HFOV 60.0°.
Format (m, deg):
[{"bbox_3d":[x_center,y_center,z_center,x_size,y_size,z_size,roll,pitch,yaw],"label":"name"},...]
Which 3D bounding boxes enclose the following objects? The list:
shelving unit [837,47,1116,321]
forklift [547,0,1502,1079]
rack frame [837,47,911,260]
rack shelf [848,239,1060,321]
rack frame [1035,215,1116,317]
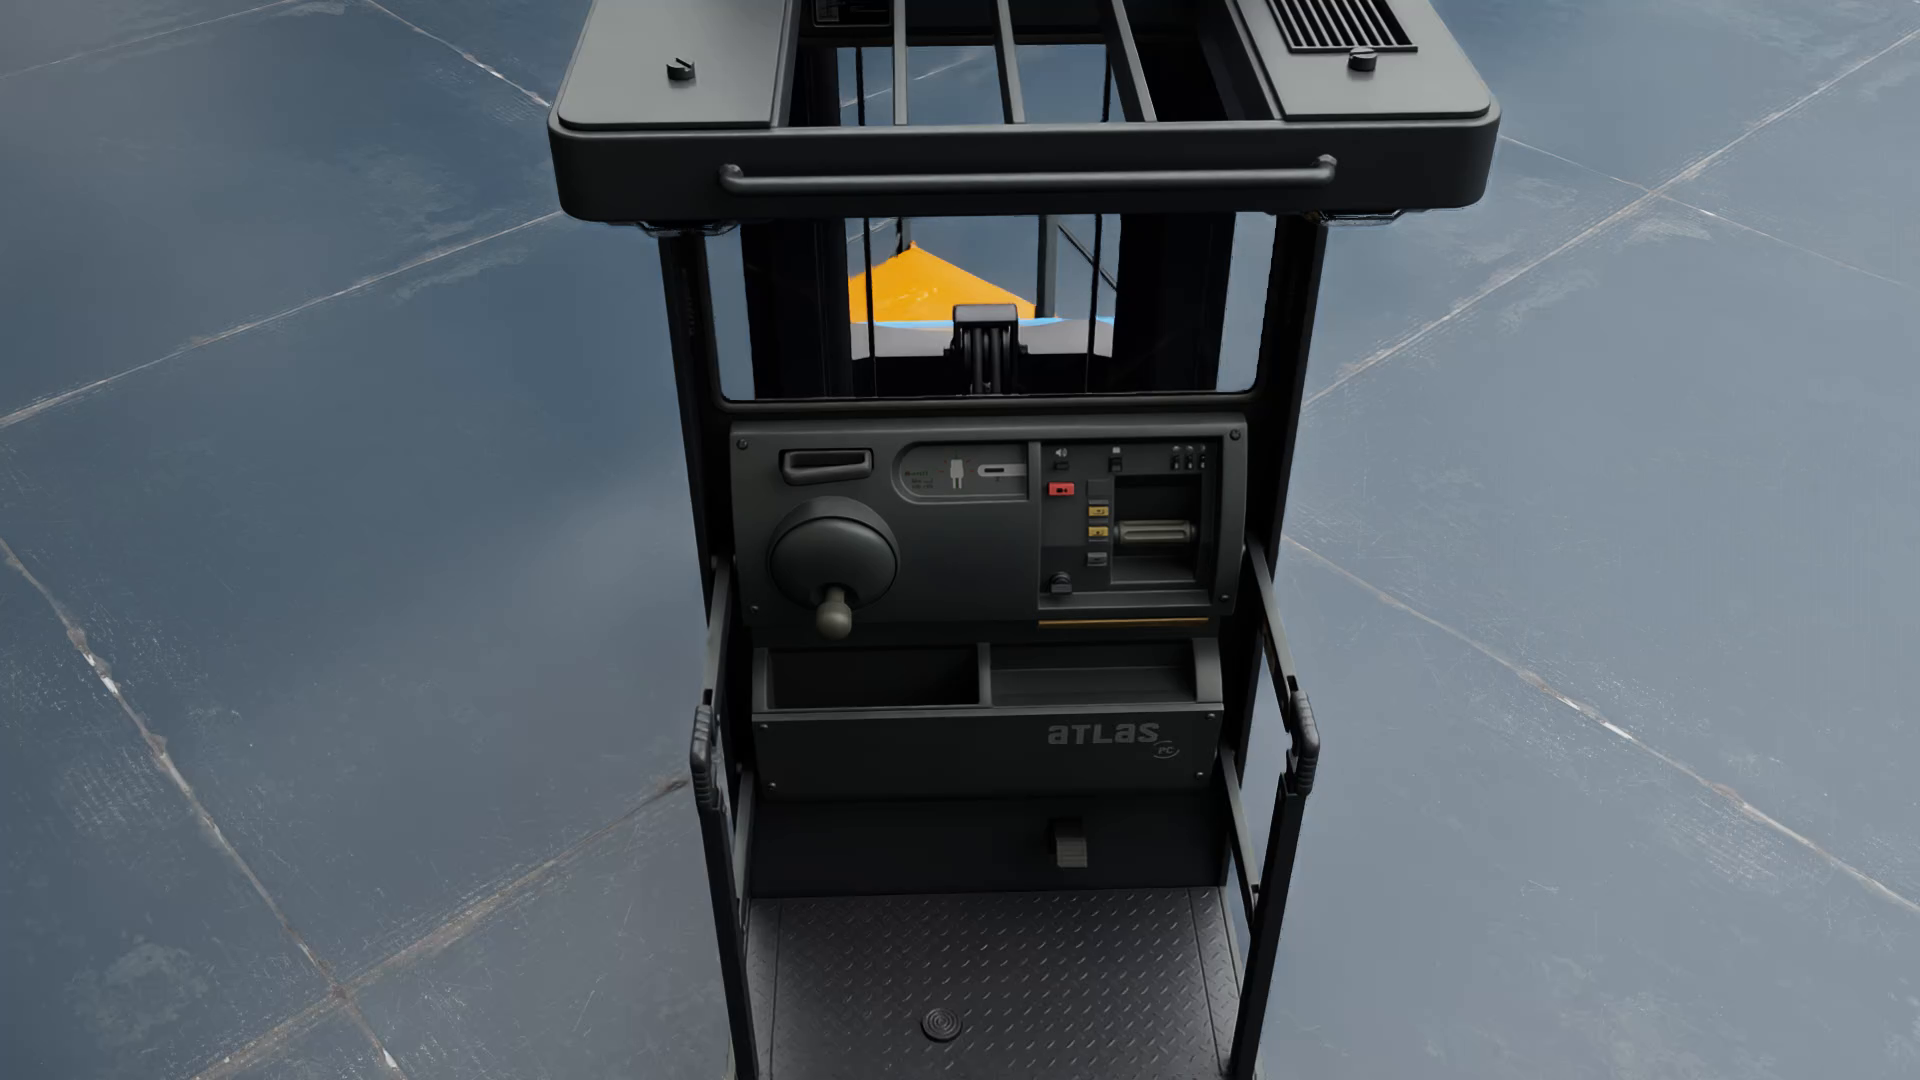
[{"bbox_3d":[0.013,-0.718,4.945,1.083,1.500,0.587,32,49,33],"label":"shelving unit"},{"bbox_3d":[0.063,0.051,2.854,1.130,2.935,3.031,-1,39,-1],"label":"forklift"},{"bbox_3d":[-0.343,-0.937,5.217,0.032,1.500,0.500,32,49,33],"label":"rack frame"},{"bbox_3d":[0.020,-0.574,5.053,1.000,0.185,0.538,32,49,33],"label":"rack shelf"},{"bbox_3d":[0.382,-0.490,4.663,0.032,1.500,0.500,32,49,33],"label":"rack frame"}]
